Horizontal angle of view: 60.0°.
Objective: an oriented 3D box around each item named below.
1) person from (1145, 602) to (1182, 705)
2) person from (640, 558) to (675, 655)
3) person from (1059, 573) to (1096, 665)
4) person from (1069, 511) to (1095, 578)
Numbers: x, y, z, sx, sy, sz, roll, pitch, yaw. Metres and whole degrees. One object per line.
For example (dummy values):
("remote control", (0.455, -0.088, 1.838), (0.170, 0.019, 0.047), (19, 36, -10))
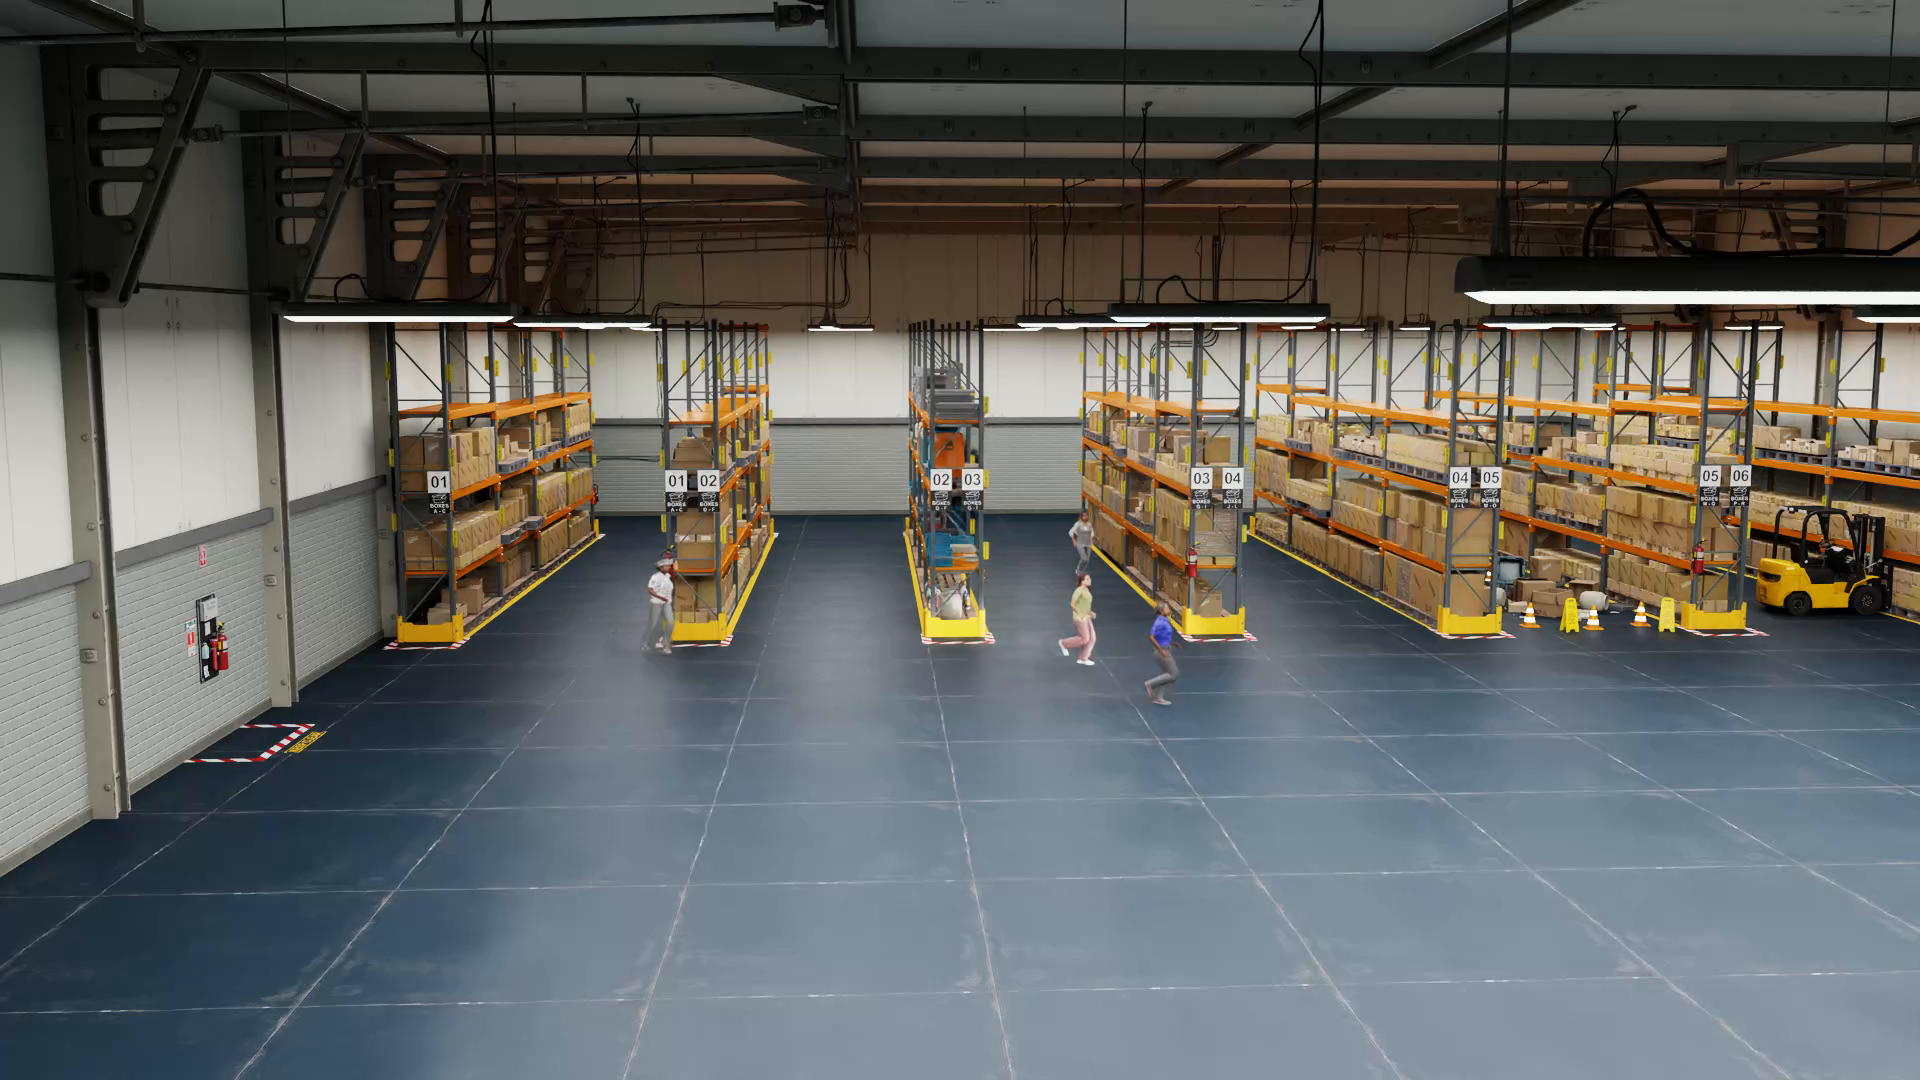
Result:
("person", (3.153, 1.760, 25.733), (0.558, 1.612, 0.574), (1, 7, 12))
("person", (-5.383, 1.184, 30.071), (0.698, 1.715, 0.646), (6, 9, 41))
("person", (2.051, 1.359, 28.945), (0.623, 1.622, 0.572), (4, 8, 28))
("person", (2.720, 0.156, 36.464), (0.522, 1.581, 0.550), (-3, 8, -20))
